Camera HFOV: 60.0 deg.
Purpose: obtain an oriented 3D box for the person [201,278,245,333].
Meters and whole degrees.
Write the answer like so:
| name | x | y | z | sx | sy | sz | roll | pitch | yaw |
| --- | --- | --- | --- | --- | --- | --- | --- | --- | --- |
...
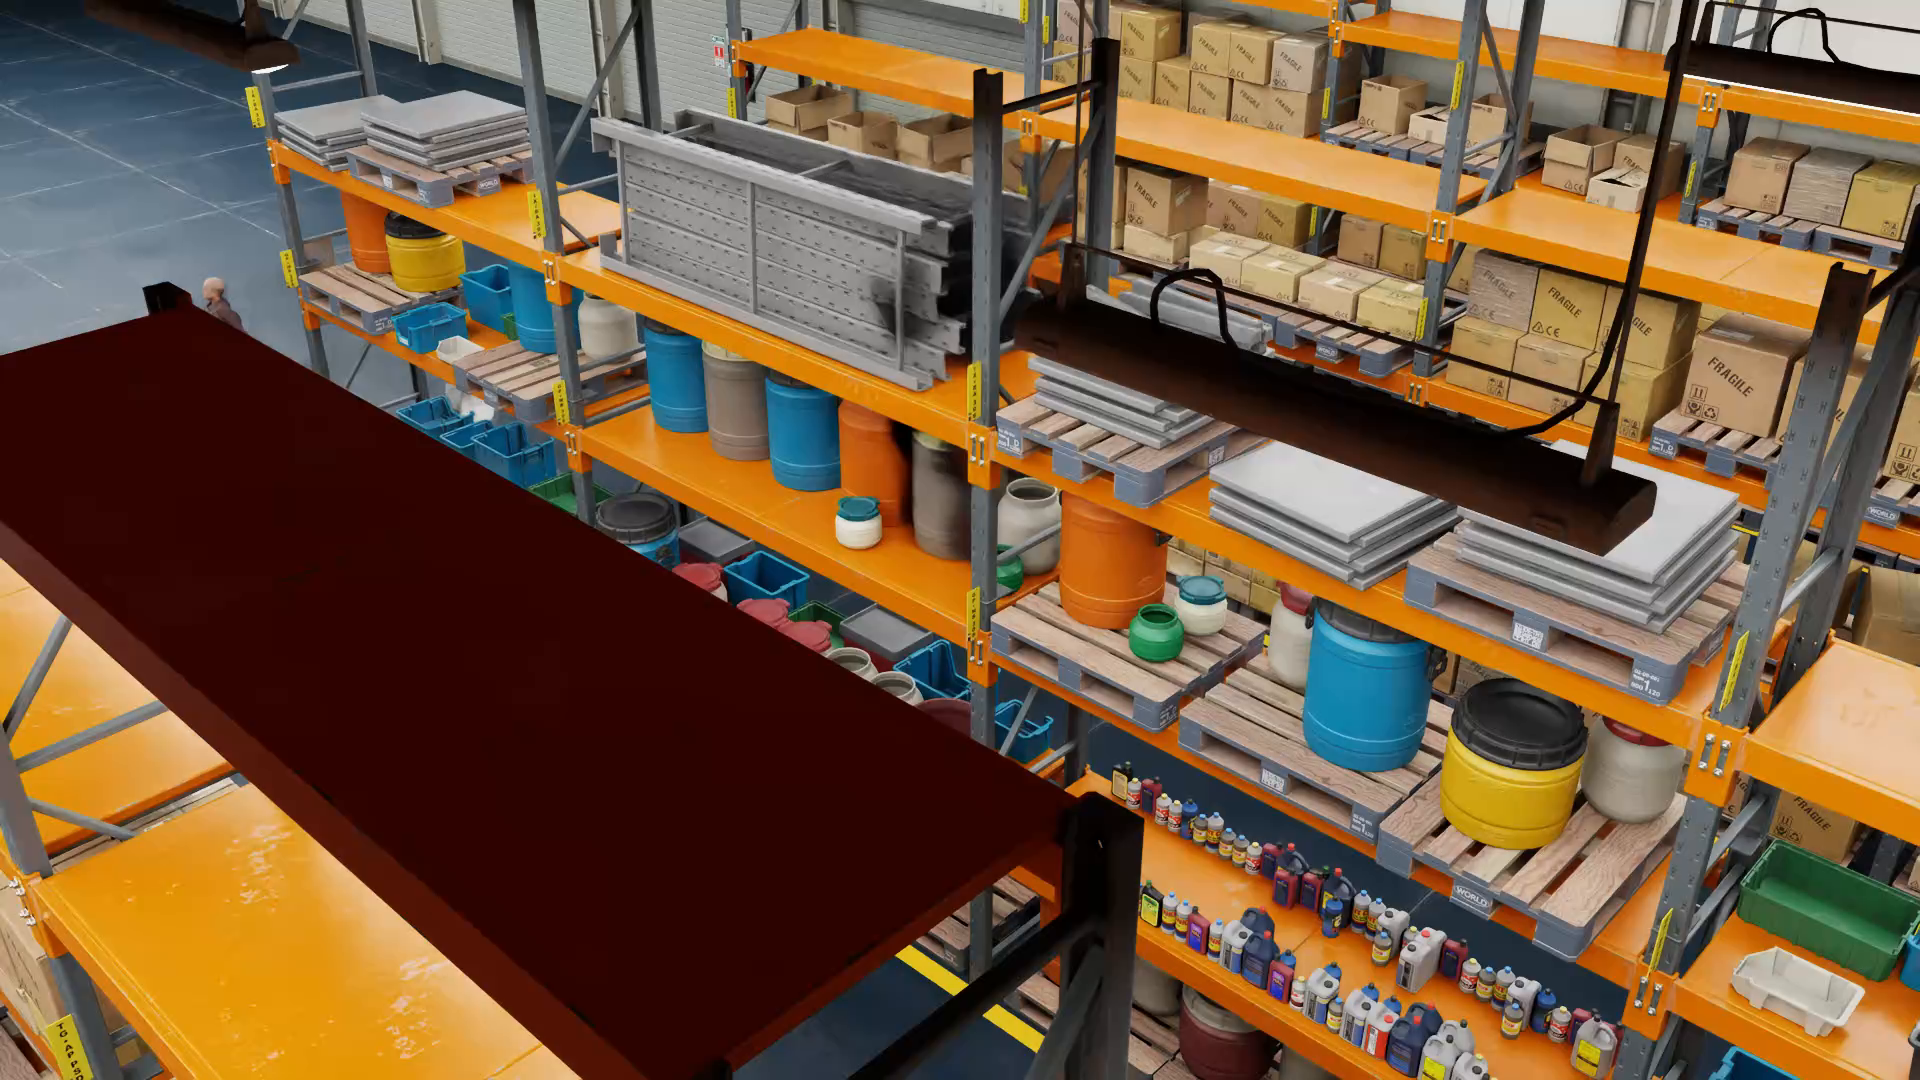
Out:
| name | x | y | z | sx | sy | sz | roll | pitch | yaw |
| --- | --- | --- | --- | --- | --- | --- | --- | --- | --- |
| person | -8.001 | -1.978 | 17.966 | 0.673 | 1.762 | 0.675 | -10 | 31 | -18 |

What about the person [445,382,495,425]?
| name | x | y | z | sx | sy | sz | roll | pitch | yaw |
| --- | --- | --- | --- | --- | --- | --- | --- | --- | --- |
| person | -4.842 | -1.197 | 16.649 | 0.727 | 1.748 | 0.699 | 13 | 32 | 22 |
